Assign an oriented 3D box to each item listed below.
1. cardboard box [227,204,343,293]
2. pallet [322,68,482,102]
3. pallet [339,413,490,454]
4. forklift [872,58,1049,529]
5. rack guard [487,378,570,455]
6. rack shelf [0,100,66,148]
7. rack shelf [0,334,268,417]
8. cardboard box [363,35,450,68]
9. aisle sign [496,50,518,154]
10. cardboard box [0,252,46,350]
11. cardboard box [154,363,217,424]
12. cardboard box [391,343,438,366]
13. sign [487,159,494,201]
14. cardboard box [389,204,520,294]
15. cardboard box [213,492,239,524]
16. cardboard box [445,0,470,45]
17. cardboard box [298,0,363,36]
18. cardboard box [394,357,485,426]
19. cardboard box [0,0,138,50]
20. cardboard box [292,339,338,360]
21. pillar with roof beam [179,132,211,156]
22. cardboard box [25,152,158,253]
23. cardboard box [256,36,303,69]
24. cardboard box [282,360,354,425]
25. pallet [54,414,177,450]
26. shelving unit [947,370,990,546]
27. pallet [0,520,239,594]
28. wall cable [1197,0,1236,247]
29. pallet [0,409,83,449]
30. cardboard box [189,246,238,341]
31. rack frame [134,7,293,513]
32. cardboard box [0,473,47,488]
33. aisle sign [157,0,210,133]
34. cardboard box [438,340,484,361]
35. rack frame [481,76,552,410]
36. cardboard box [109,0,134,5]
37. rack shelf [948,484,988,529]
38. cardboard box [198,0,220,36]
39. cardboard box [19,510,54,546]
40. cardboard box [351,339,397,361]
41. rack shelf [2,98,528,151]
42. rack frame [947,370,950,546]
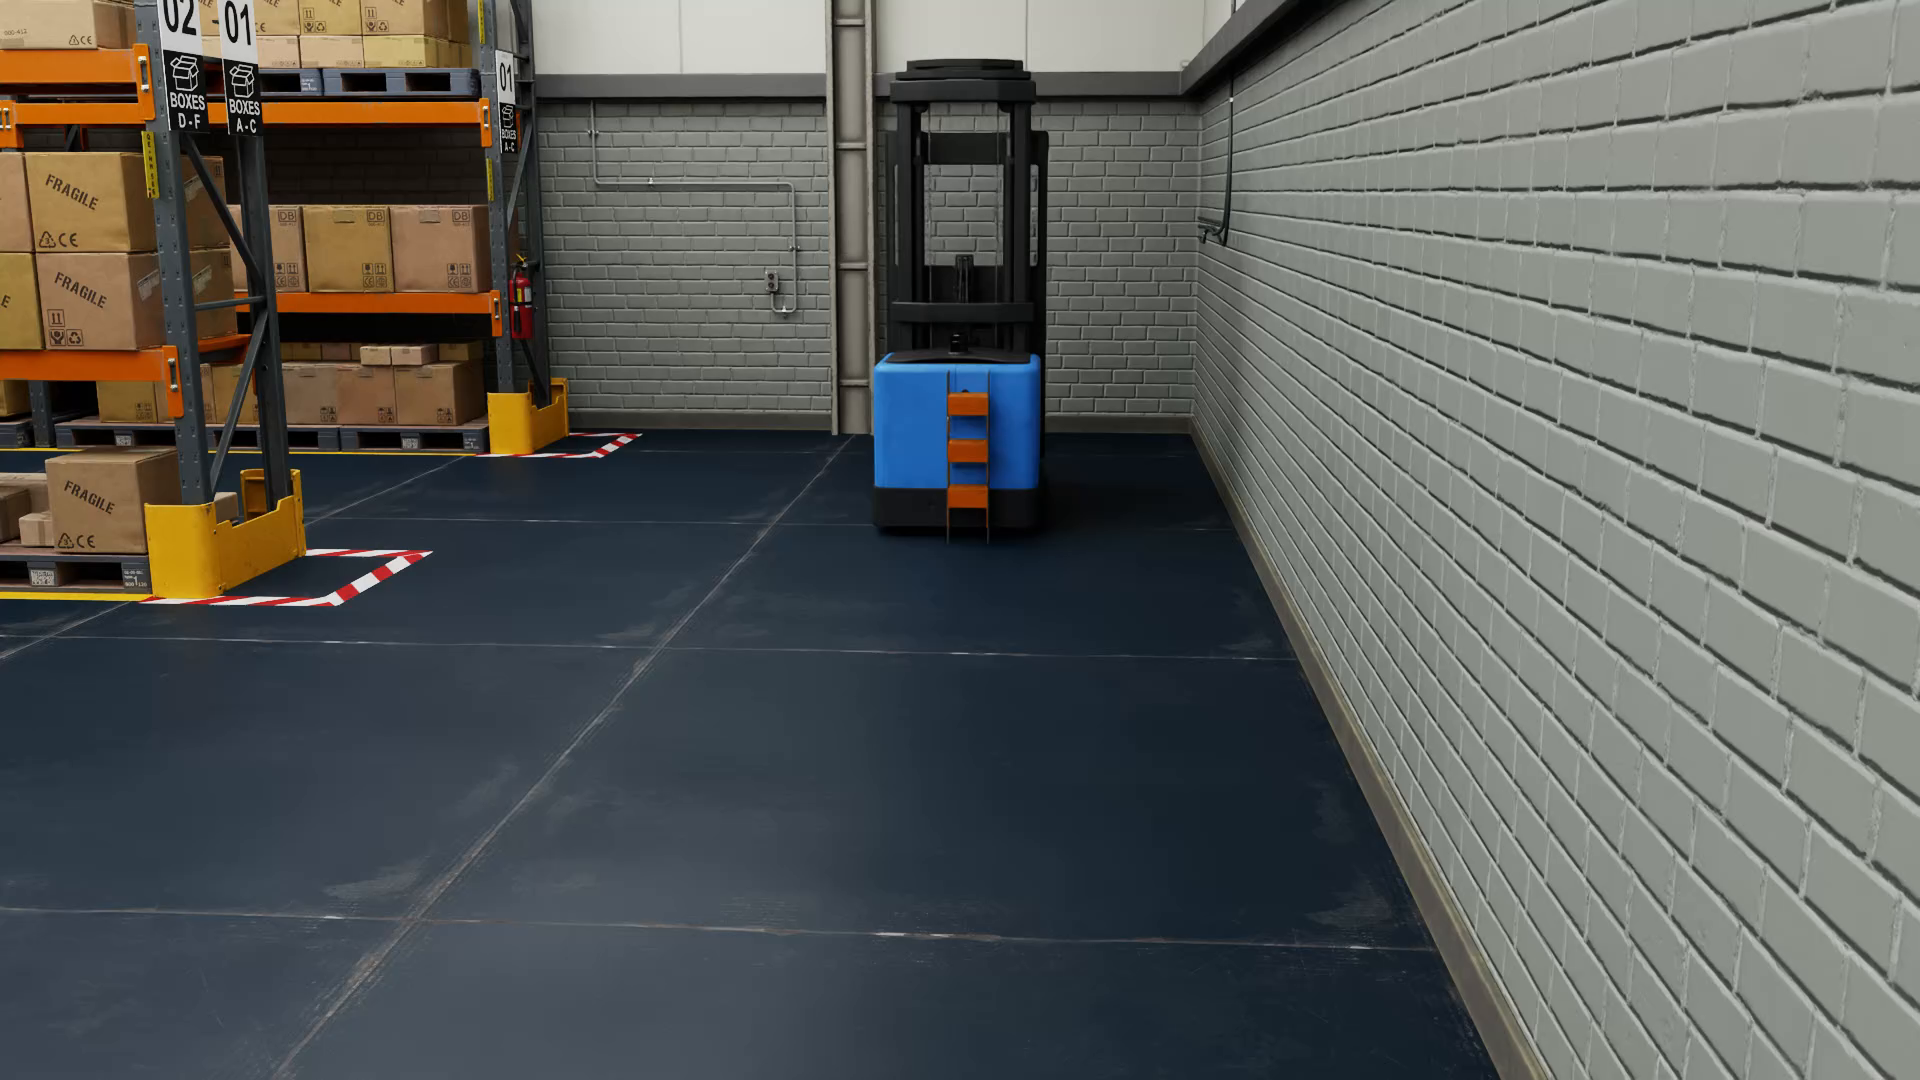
[{"bbox_3d":[-5.676,-2.460,13.968,0.700,0.700,0.980,0,12,1],"label":"cardboard box"},{"bbox_3d":[-4.420,-3.721,13.620,1.213,0.211,1.003,1,12,4],"label":"pallet"},{"bbox_3d":[-4.483,-0.918,14.141,1.213,0.211,1.003,1,12,4],"label":"pallet"},{"bbox_3d":[0.057,-1.753,11.492,1.130,2.935,3.031,1,12,3],"label":"forklift"},{"bbox_3d":[-3.656,-1.064,14.134,0.348,0.500,1.175,1,12,4],"label":"rack guard"},{"bbox_3d":[-9.666,-3.486,14.038,4.000,0.370,1.077,1,12,4],"label":"rack shelf"},{"bbox_3d":[-6.002,-0.951,9.246,4.000,0.370,1.077,1,12,4],"label":"rack shelf"},{"bbox_3d":[-4.428,-3.893,13.323,0.500,0.250,0.500,1,12,5],"label":"cardboard box"},{"bbox_3d":[-3.628,-3.498,13.316,0.004,0.787,0.394,1,12,4],"label":"aisle sign"},{"bbox_3d":[-4.990,-1.282,8.825,0.500,0.500,0.500,1,12,4],"label":"cardboard box"},{"bbox_3d":[-6.430,-1.286,14.169,0.500,0.500,0.700,1,12,3],"label":"cardboard box"},{"bbox_3d":[-4.525,-1.541,13.805,0.250,0.149,0.380,1,12,3],"label":"cardboard box"},{"bbox_3d":[-3.730,-2.860,13.208,0.005,0.325,0.100,1,12,4],"label":"sign"},{"bbox_3d":[-4.189,-2.440,13.872,0.700,0.700,0.980,1,12,6],"label":"cardboard box"},{"bbox_3d":[-4.402,-0.172,9.651,0.250,0.149,0.380,1,12,4],"label":"cardboard box"},{"bbox_3d":[-4.392,-4.364,13.741,0.500,0.500,0.500,0,12,2],"label":"cardboard box"},{"bbox_3d":[-4.927,-4.268,13.283,0.500,0.500,0.500,1,12,5],"label":"cardboard box"},{"bbox_3d":[-4.385,-1.259,14.041,0.500,0.500,0.700,1,12,4],"label":"cardboard box"},{"bbox_3d":[-4.537,-2.624,8.526,0.500,0.250,0.500,1,12,4],"label":"cardboard box"},{"bbox_3d":[-5.512,-1.633,14.242,0.250,0.149,0.380,1,12,4],"label":"cardboard box"},{"bbox_3d":[-7.202,-4.567,10.121,0.400,9.000,9.100,1,12,4],"label":"pillar with roof beam"},{"bbox_3d":[-4.469,-1.764,8.689,0.500,0.500,0.500,1,12,3],"label":"cardboard box"},{"bbox_3d":[-5.467,-3.906,13.385,0.500,0.250,0.500,0,12,2],"label":"cardboard box"},{"bbox_3d":[-5.386,-1.273,14.105,0.500,0.500,0.700,0,12,2],"label":"cardboard box"},{"bbox_3d":[-6.917,-0.951,14.300,1.213,0.211,1.003,1,12,4],"label":"pallet"},{"bbox_3d":[0.050,-0.497,10.082,0.252,1.050,0.215,0,12,2],"label":"shelving unit"},{"bbox_3d":[-4.878,0.077,9.383,1.213,0.211,1.003,1,12,4],"label":"pallet"},{"bbox_3d":[1.940,-3.554,12.864,0.112,2.526,3.097,1,12,4],"label":"wall cable"},{"bbox_3d":[-8.446,-0.973,14.403,1.213,0.211,1.003,1,12,4],"label":"pallet"},{"bbox_3d":[-4.432,-1.385,9.318,0.500,0.500,0.500,1,12,5],"label":"cardboard box"},{"bbox_3d":[-4.007,-1.276,9.041,0.127,3.000,1.000,1,12,4],"label":"rack frame"},{"bbox_3d":[-5.528,-0.224,9.656,0.500,0.250,0.500,1,12,4],"label":"cardboard box"},{"bbox_3d":[-3.959,-2.485,8.472,0.004,0.787,0.394,1,12,4],"label":"aisle sign"},{"bbox_3d":[-4.247,-1.616,14.161,0.250,0.149,0.380,1,12,4],"label":"cardboard box"},{"bbox_3d":[-3.680,-2.288,13.879,0.127,3.000,1.000,1,12,4],"label":"rack frame"},{"bbox_3d":[-4.536,-2.870,8.483,0.500,0.250,0.500,1,12,4],"label":"cardboard box"},{"bbox_3d":[0.050,-0.215,10.141,0.240,0.259,0.215,0,12,2],"label":"rack shelf"},{"bbox_3d":[-5.971,-4.281,13.344,0.500,0.500,0.500,1,12,4],"label":"cardboard box"},{"bbox_3d":[-4.964,-0.085,9.196,0.250,0.166,0.380,1,12,4],"label":"cardboard box"},{"bbox_3d":[-5.002,-1.626,14.210,0.250,0.149,0.380,1,12,4],"label":"cardboard box"},{"bbox_3d":[-5.675,-3.431,13.777,4.000,0.370,1.077,1,12,4],"label":"rack shelf"},{"bbox_3d":[-0.072,-0.498,10.087,0.008,1.050,0.200,0,12,2],"label":"rack frame"}]
